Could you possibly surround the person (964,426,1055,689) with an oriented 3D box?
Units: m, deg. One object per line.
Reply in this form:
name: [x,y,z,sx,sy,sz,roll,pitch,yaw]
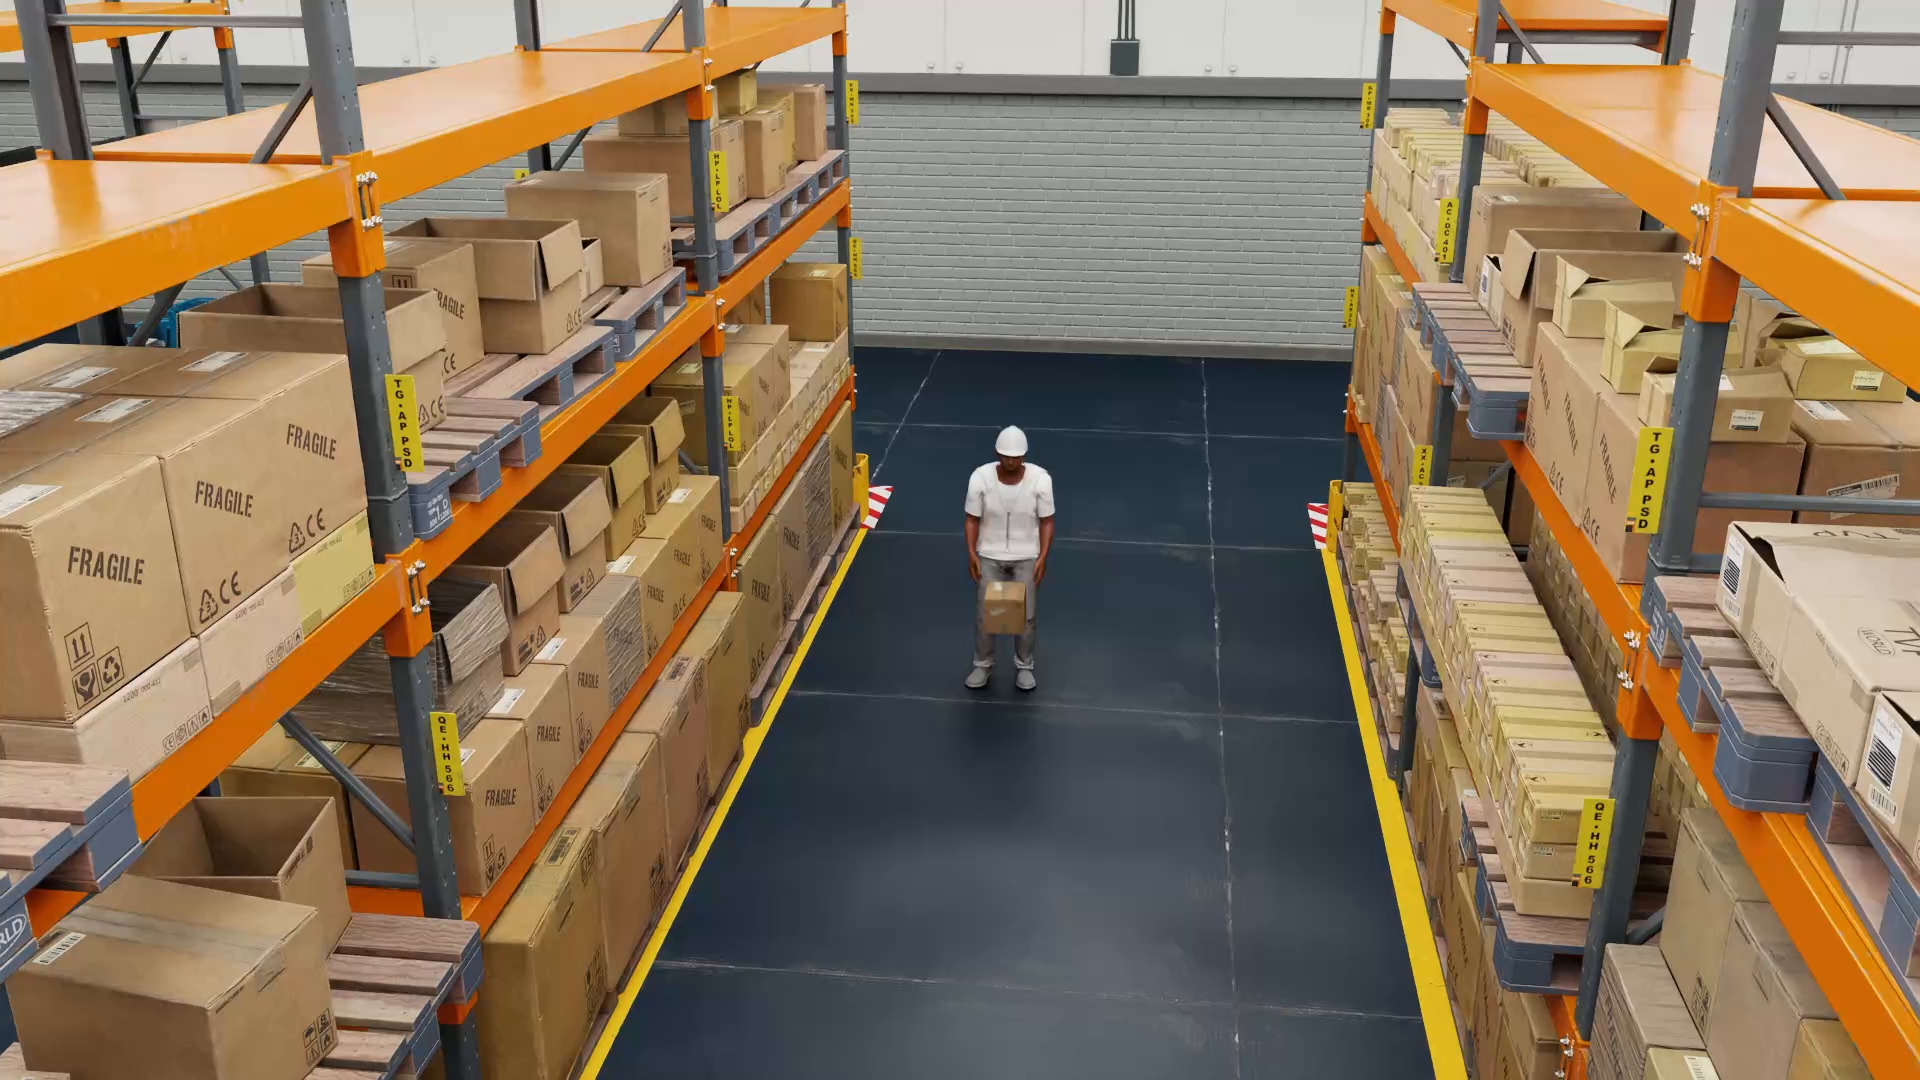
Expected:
person: [0.317,0.108,10.774,0.583,1.763,0.422,2,21,5]
